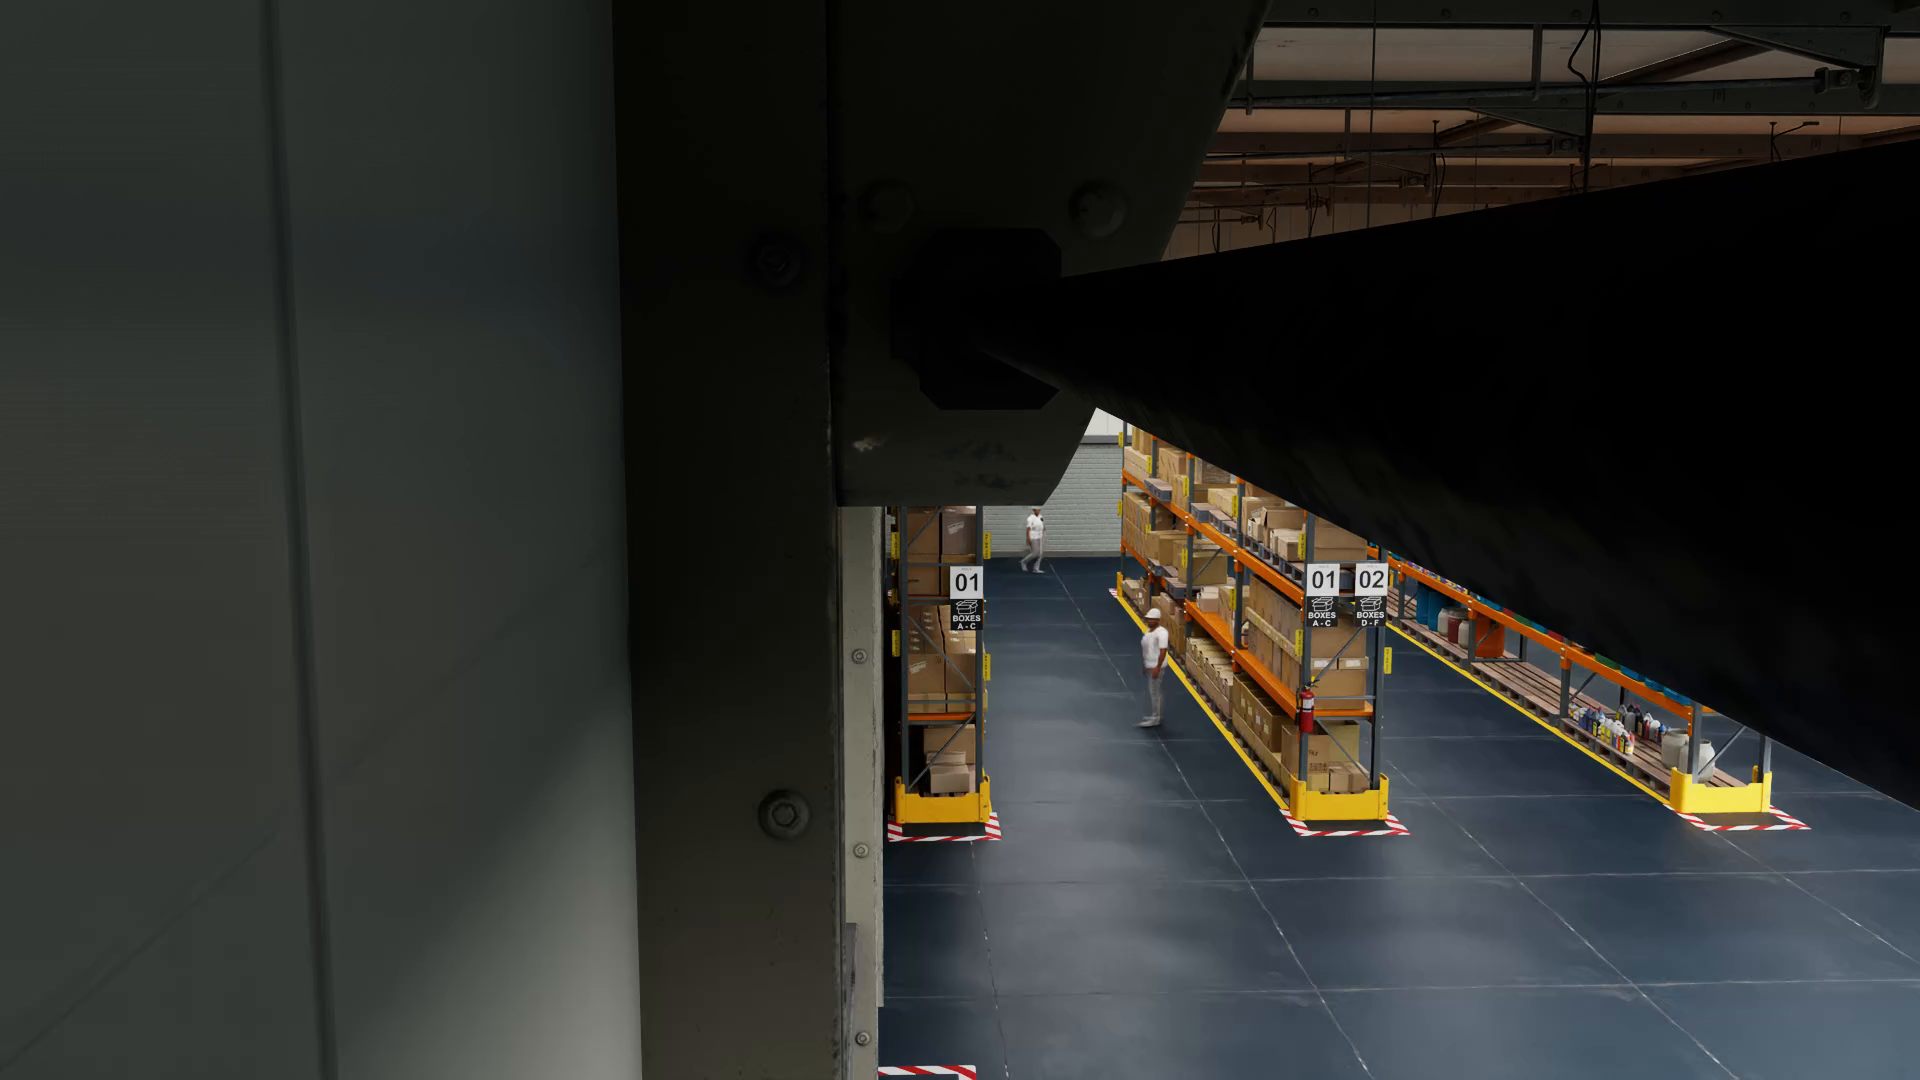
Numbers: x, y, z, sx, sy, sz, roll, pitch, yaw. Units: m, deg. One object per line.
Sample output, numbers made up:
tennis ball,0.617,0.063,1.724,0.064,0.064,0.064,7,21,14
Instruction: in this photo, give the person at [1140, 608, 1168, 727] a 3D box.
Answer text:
person,2.907,1.916,25.168,0.418,1.765,0.607,-2,8,-13

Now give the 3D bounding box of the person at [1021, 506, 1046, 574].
person,1.753,-0.042,39.466,0.542,1.667,0.450,5,10,34
